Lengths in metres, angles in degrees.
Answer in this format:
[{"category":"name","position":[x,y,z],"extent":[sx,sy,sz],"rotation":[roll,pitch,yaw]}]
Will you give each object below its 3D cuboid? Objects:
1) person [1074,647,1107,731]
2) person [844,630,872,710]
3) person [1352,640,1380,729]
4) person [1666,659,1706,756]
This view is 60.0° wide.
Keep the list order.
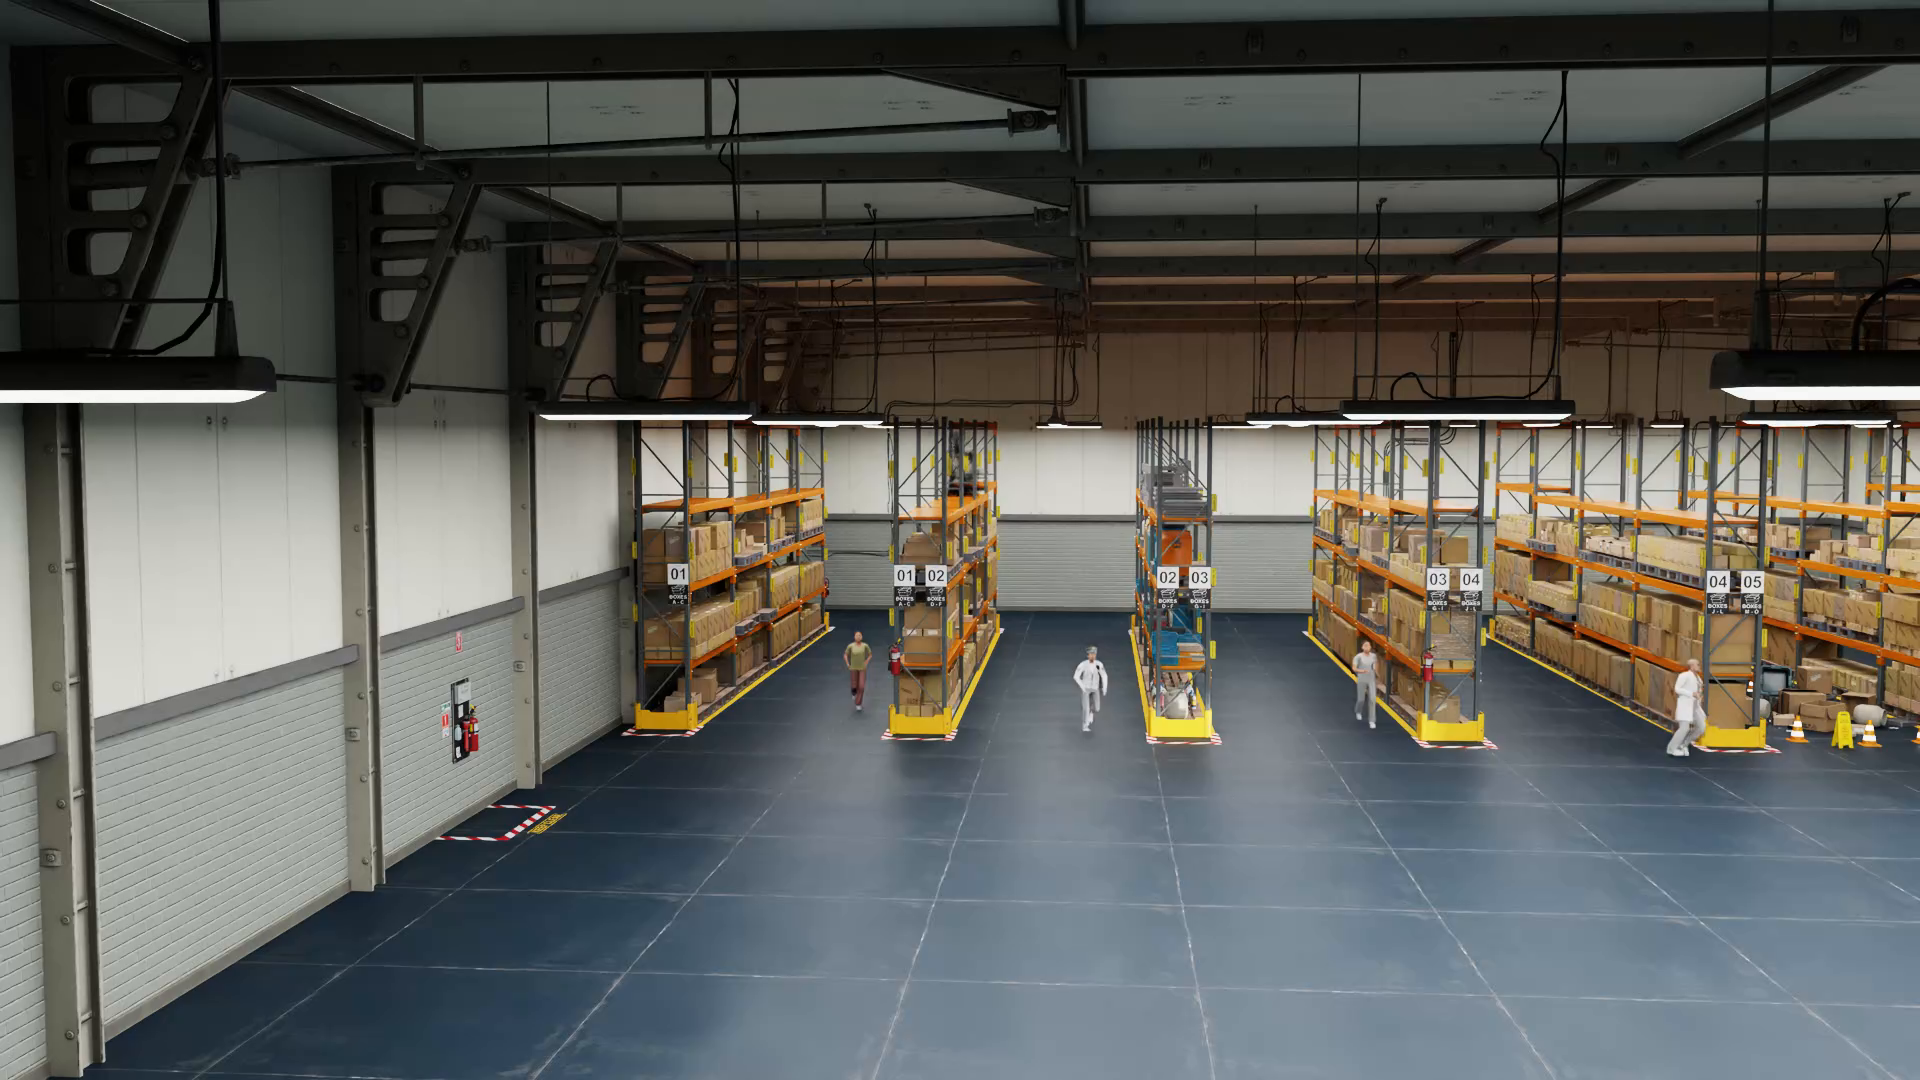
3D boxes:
[{"category":"person","position":[2.496,2.830,31.767],"extent":[0.662,1.612,0.540],"rotation":[-1,4,-8]},{"category":"person","position":[-2.102,2.676,34.355],"extent":[0.582,1.629,0.561],"rotation":[0,4,-7]},{"category":"person","position":[7.876,2.758,32.243],"extent":[0.566,1.660,0.974],"rotation":[0,4,-3]},{"category":"person","position":[12.897,2.954,29.280],"extent":[0.714,1.723,0.648],"rotation":[-2,4,-27]}]
